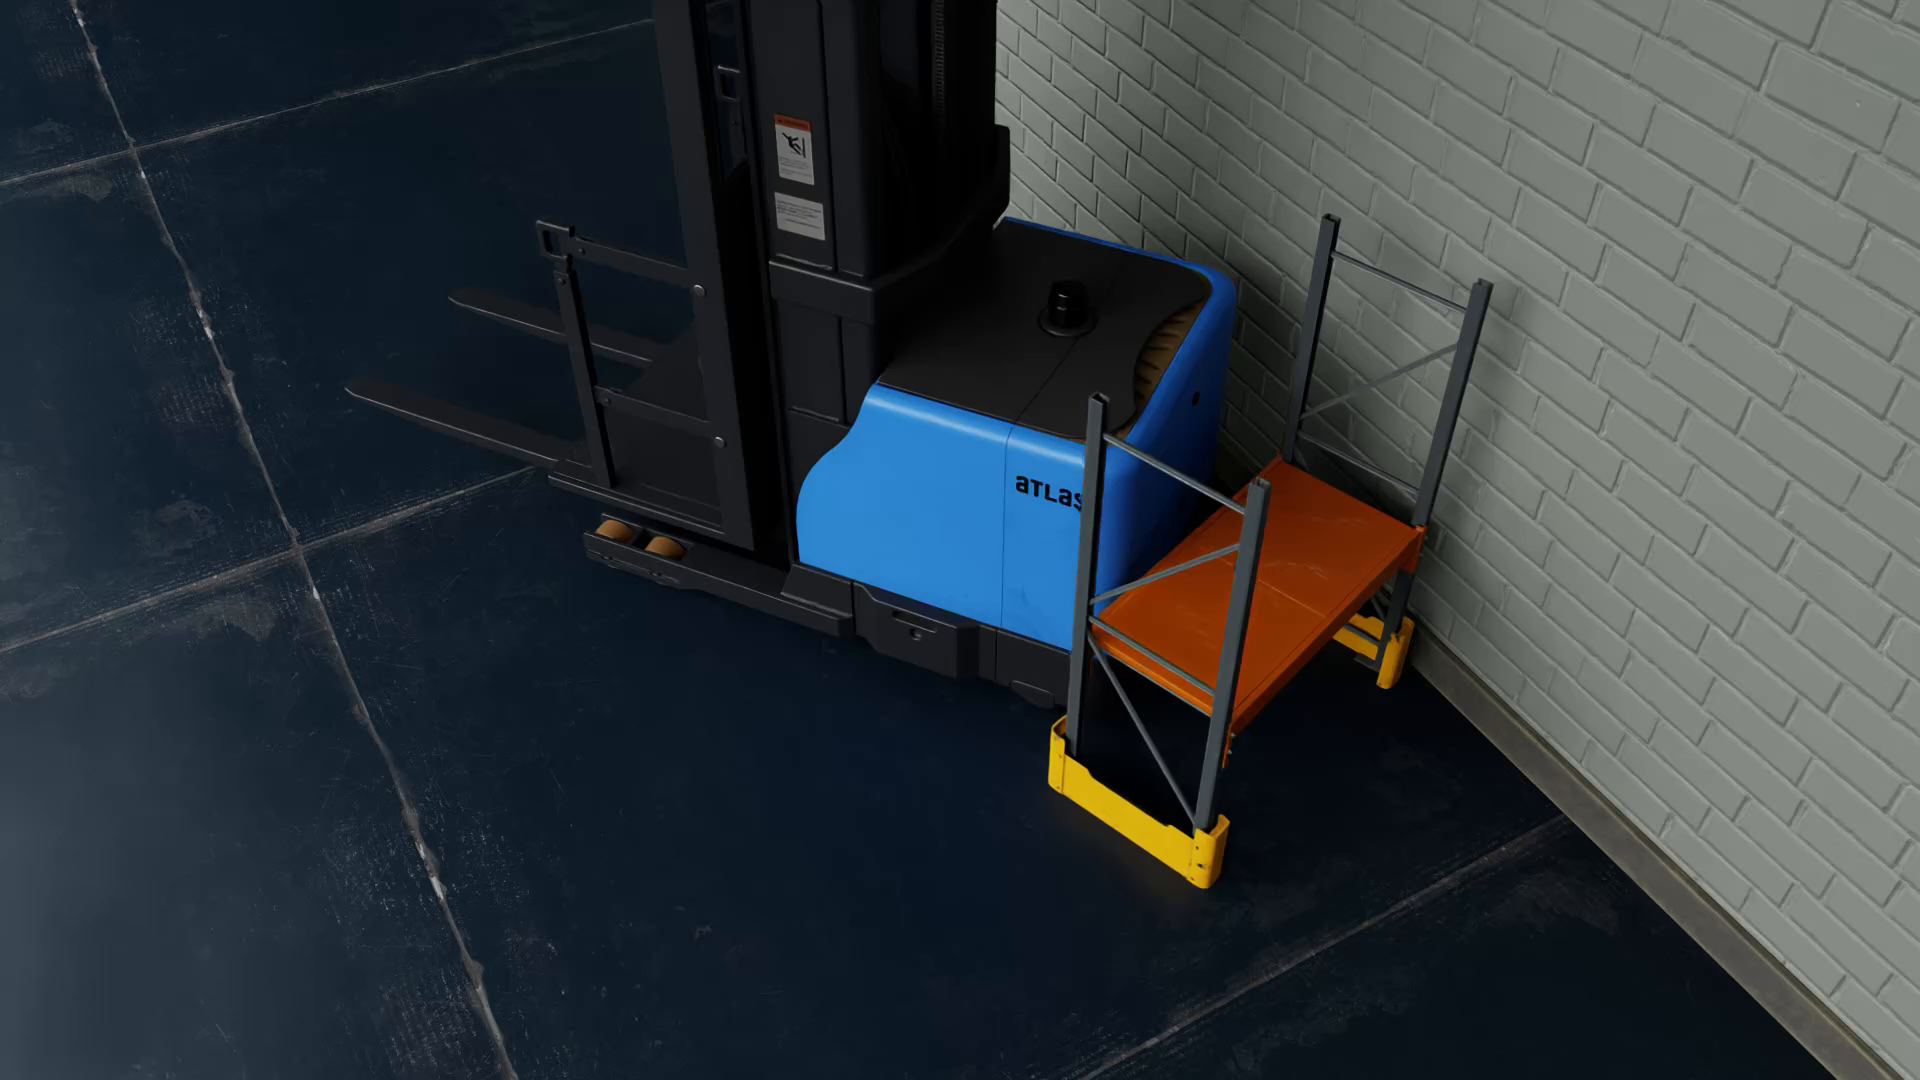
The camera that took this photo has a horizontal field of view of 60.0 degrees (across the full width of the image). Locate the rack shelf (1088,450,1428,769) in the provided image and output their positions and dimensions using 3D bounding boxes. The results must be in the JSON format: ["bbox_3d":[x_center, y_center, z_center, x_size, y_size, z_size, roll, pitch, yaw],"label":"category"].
[{"bbox_3d":[0.839,0.168,4.758,0.538,0.185,1.000,31,52,28],"label":"rack shelf"}]

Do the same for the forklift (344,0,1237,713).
[{"bbox_3d":[-0.706,-1.214,4.897,3.031,2.935,1.130,18,47,17],"label":"forklift"}]

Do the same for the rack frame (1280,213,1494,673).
[{"bbox_3d":[1.175,-0.227,4.907,0.500,1.500,0.032,31,52,28],"label":"rack frame"}]

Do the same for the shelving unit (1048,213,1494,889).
[{"bbox_3d":[0.833,0.044,4.628,0.587,1.500,1.083,31,52,28],"label":"shelving unit"}]

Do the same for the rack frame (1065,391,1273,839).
[{"bbox_3d":[0.504,0.305,4.359,0.500,1.500,0.032,31,52,28],"label":"rack frame"}]

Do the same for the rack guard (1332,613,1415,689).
[{"bbox_3d":[1.162,0.232,5.331,0.587,0.250,0.087,31,52,28],"label":"rack guard"}]

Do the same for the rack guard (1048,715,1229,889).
[{"bbox_3d":[0.504,0.753,4.795,0.587,0.250,0.087,31,52,28],"label":"rack guard"}]
